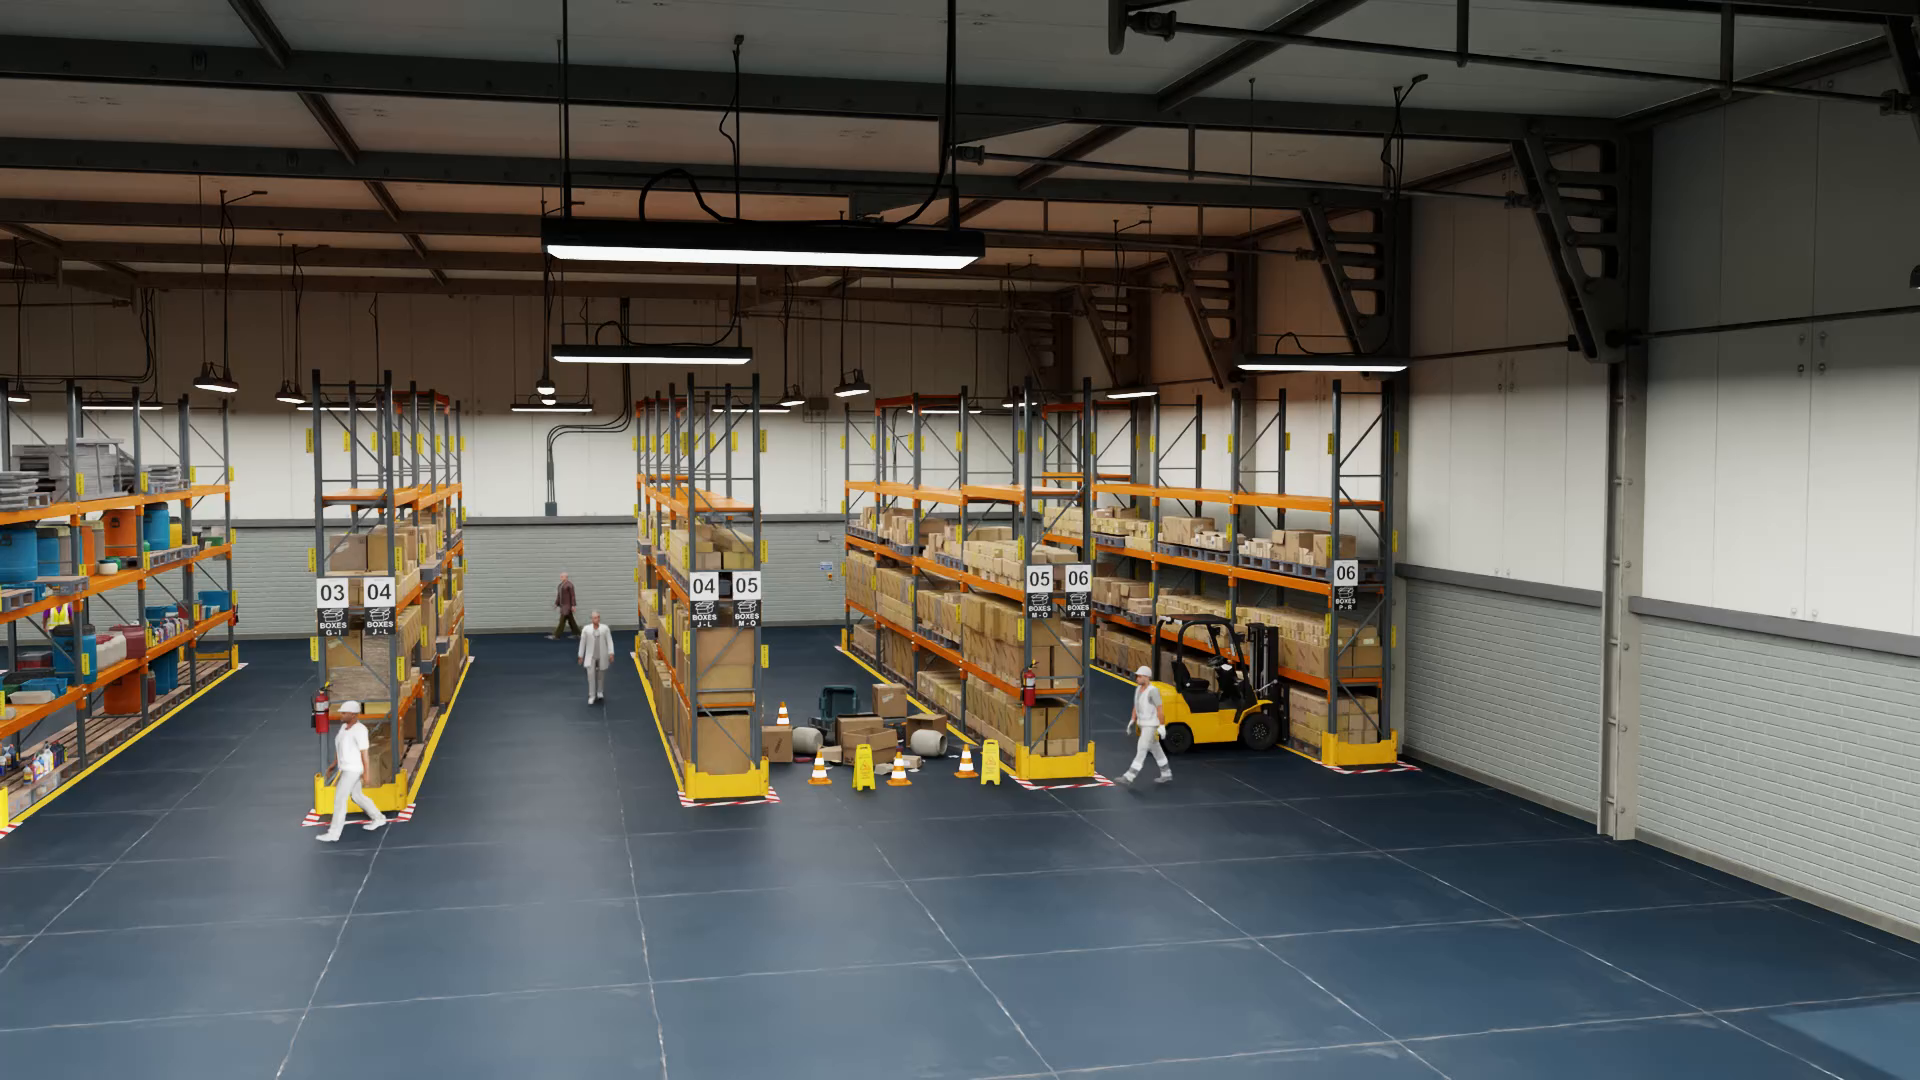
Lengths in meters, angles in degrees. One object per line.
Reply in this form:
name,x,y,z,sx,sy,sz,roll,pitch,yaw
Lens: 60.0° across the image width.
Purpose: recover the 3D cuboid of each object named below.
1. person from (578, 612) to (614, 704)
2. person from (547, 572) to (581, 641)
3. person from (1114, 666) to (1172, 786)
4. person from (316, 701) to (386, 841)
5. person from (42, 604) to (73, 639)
person,-7.049,2.253,32.201,0.700,1.717,1.086,-1,3,-12
person,-10.084,1.681,42.289,1.000,1.744,0.634,-3,4,-40
person,2.648,2.705,24.265,1.032,1.730,0.565,-1,3,-19
person,-7.793,2.918,21.197,0.946,1.737,0.575,-2,4,-36
person,-20.178,1.995,37.175,0.556,1.714,1.093,-1,3,-17
